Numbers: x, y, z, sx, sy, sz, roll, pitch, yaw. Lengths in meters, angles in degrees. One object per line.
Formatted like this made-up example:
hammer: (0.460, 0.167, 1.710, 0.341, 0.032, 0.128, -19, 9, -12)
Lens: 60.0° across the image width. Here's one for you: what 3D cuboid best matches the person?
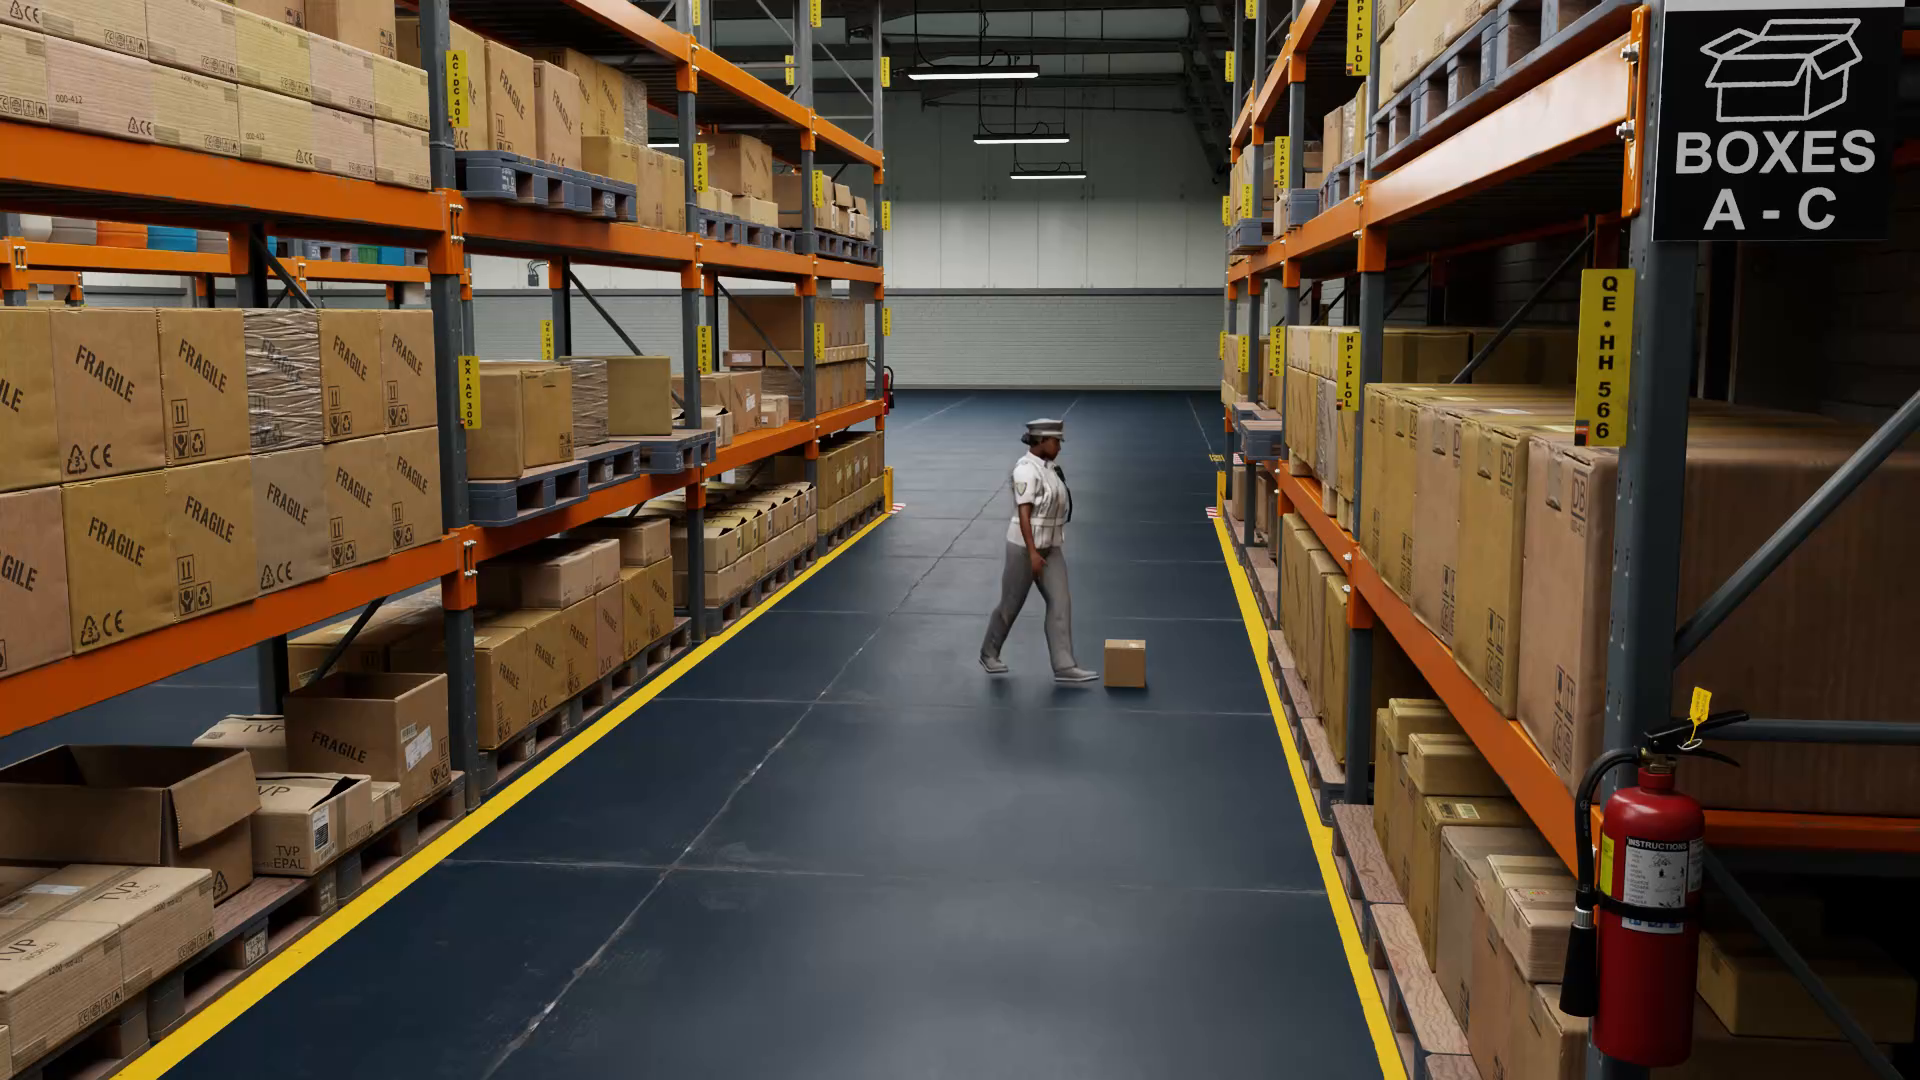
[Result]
person: (0.467, 0.064, 10.300, 0.865, 1.626, 0.536, 6, 10, 37)
